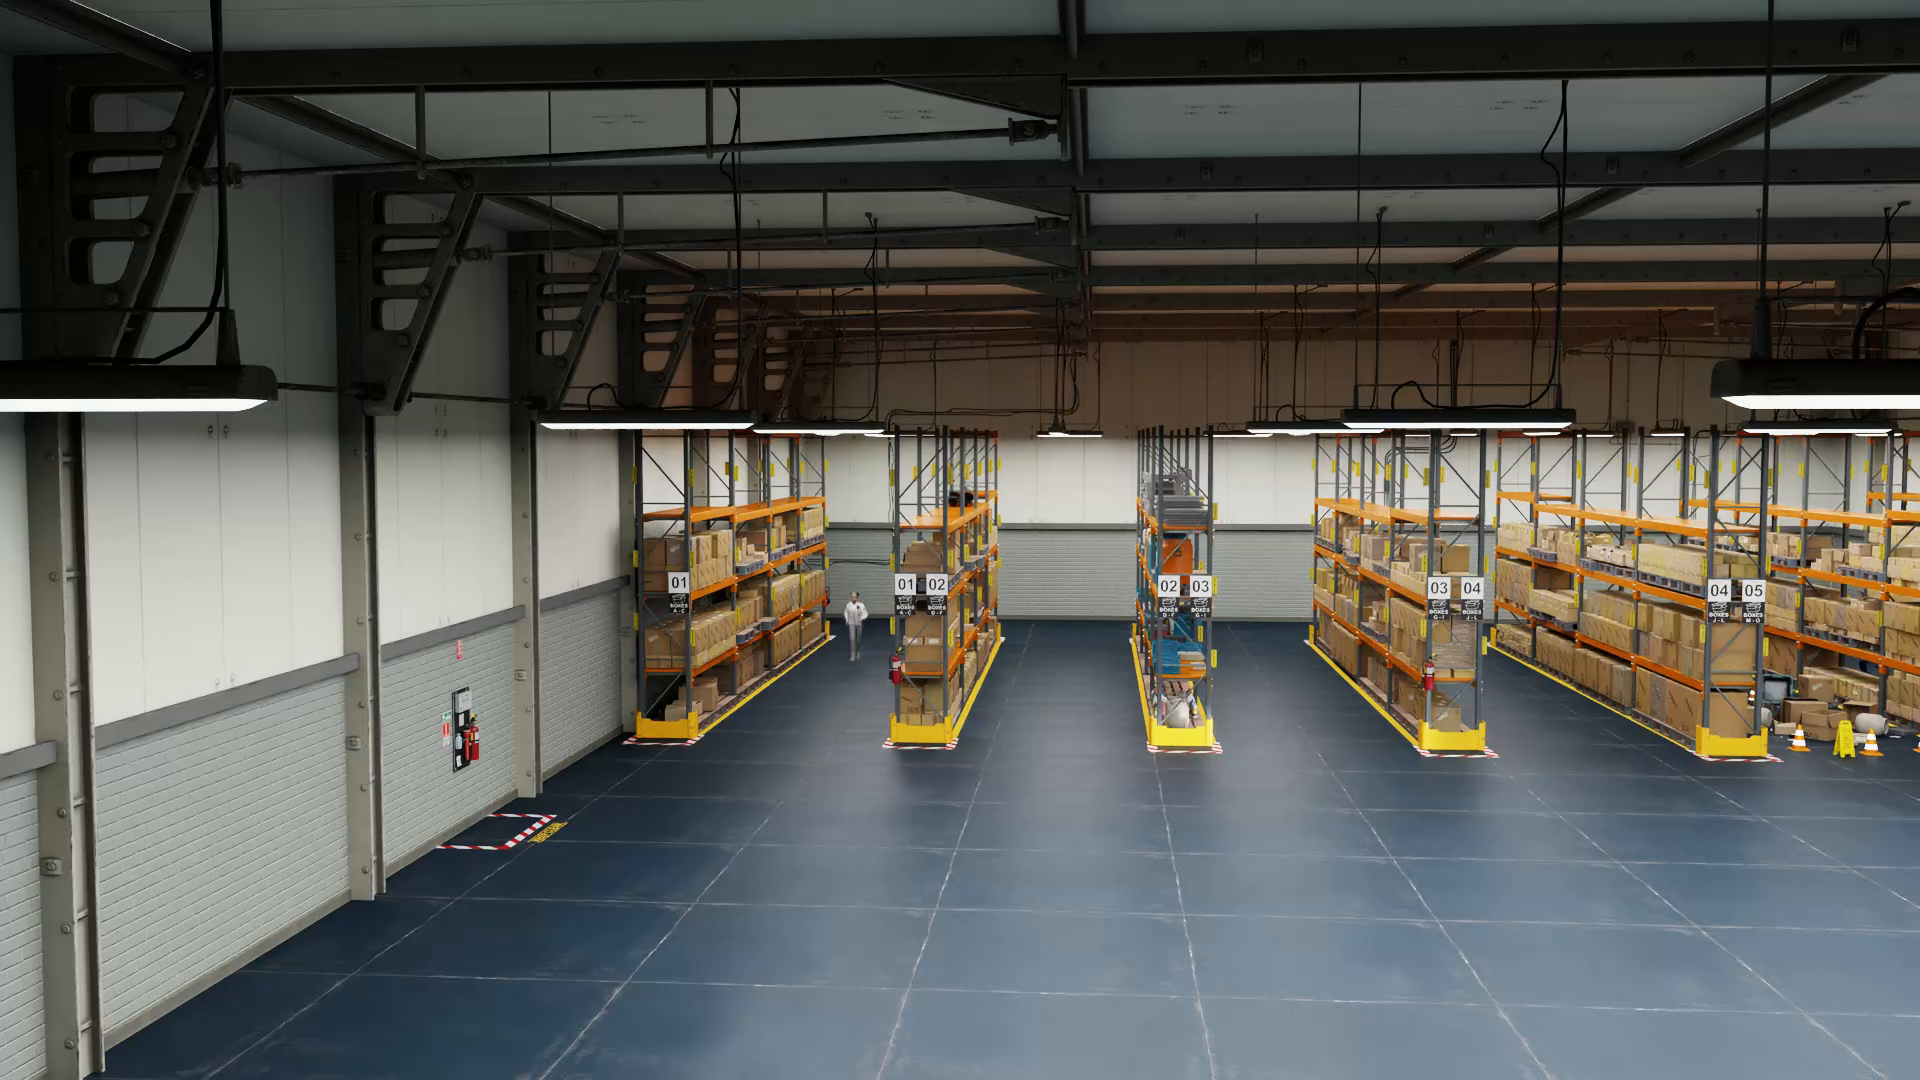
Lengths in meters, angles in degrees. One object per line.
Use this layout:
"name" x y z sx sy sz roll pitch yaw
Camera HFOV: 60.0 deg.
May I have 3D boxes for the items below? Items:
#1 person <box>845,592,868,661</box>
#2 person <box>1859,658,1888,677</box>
"person" -2.583 2.128 41.264 0.610 1.723 0.810 0 3 5
"person" 21.453 2.600 39.067 0.555 1.626 0.973 0 3 4
